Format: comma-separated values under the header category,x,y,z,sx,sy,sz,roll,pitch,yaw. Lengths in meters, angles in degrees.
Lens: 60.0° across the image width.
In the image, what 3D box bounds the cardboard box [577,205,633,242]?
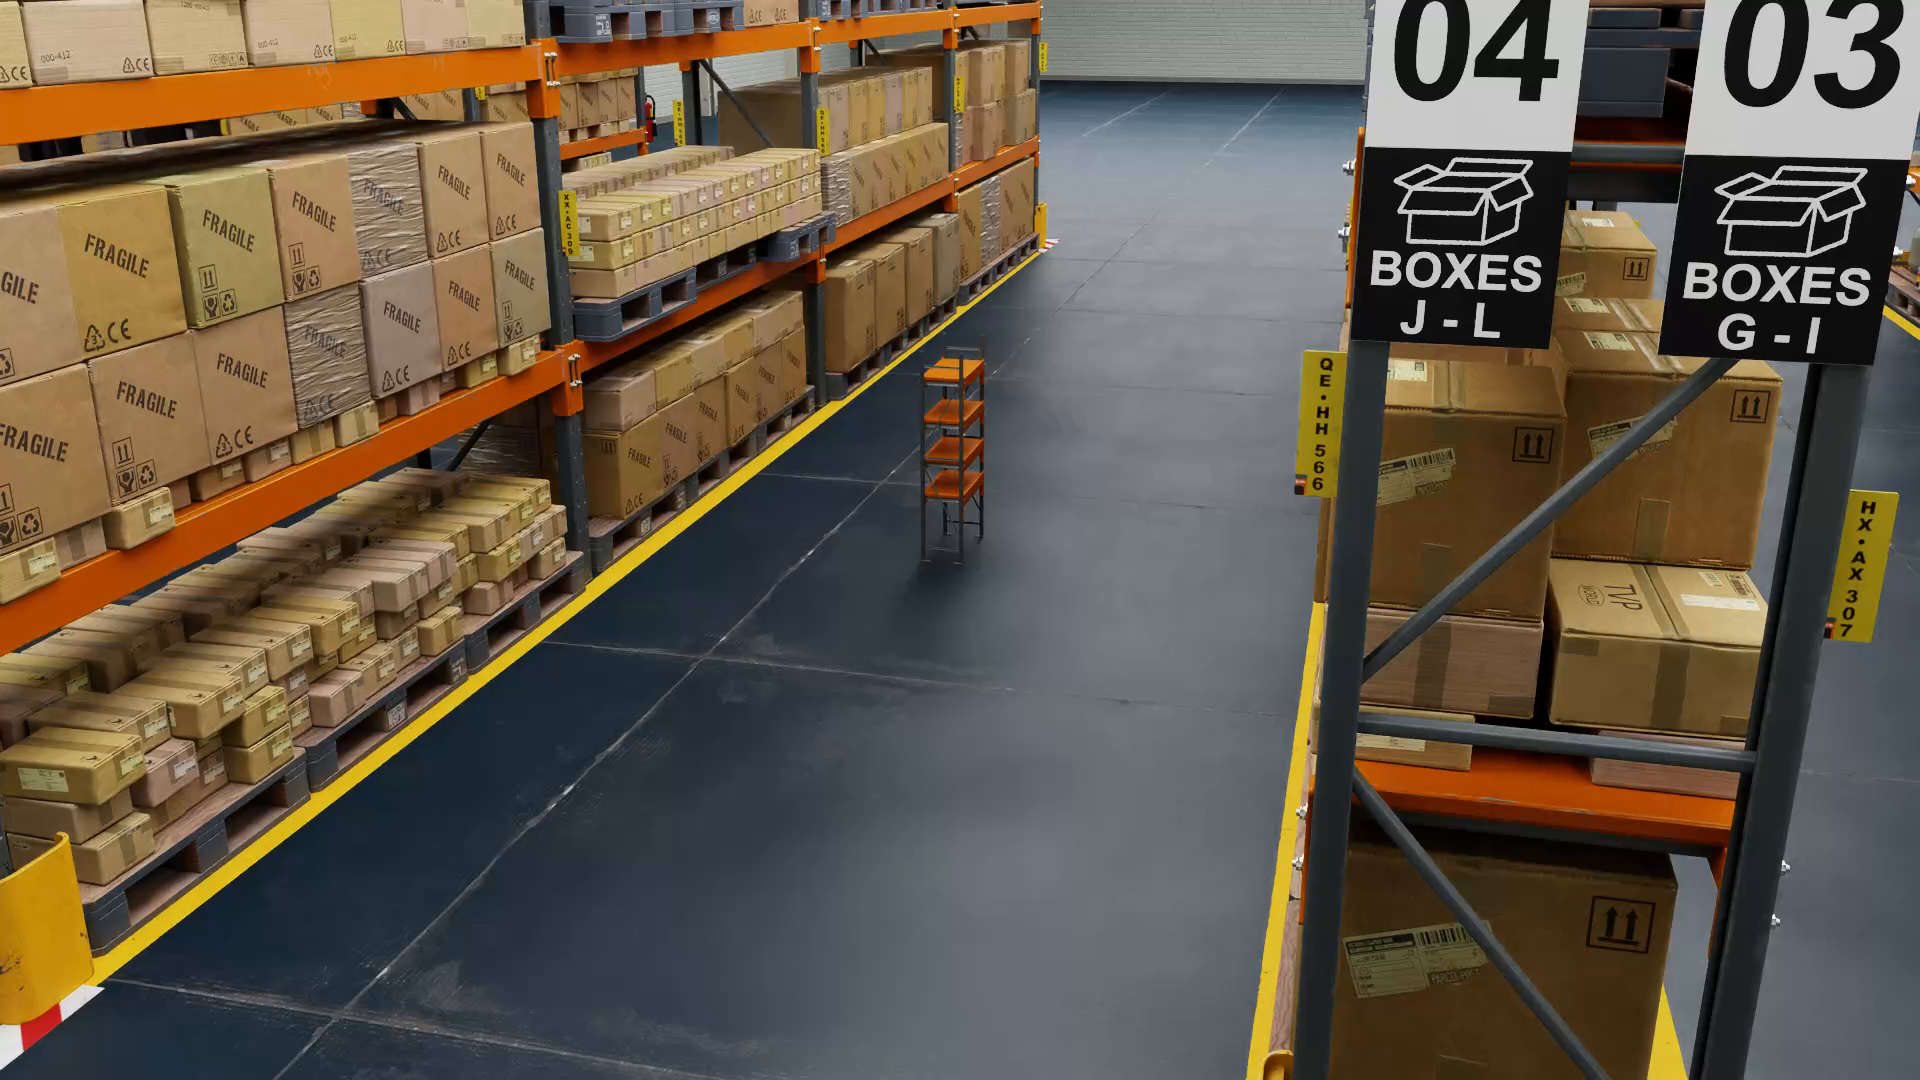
category,x,y,z,sx,sy,sz,roll,pitch,yaw
cardboard box,-1.953,-1.669,8.751,0.380,0.149,0.250,6,20,16

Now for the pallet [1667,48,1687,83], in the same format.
category,x,y,z,sx,sy,sz,roll,pitch,yaw
pallet,1.779,-1.537,5.044,1.003,0.211,1.213,5,19,13

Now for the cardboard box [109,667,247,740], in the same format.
category,x,y,z,sx,sy,sz,roll,pitch,yaw
cardboard box,-2.879,0.600,6.130,0.380,0.149,0.250,5,19,13

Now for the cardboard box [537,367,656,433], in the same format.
category,x,y,z,sx,sy,sz,roll,pitch,yaw
cardboard box,-2.059,-0.801,9.451,0.500,0.250,0.500,4,19,11

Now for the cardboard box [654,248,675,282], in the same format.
category,x,y,z,sx,sy,sz,roll,pitch,yaw
cardboard box,-1.827,-1.552,9.331,0.380,0.149,0.250,5,19,14

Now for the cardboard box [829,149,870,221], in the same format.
category,x,y,z,sx,sy,sz,roll,pitch,yaw
cardboard box,-1.025,-2.800,13.090,0.500,0.500,0.500,4,19,13

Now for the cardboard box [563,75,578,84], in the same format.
category,x,y,z,sx,sy,sz,roll,pitch,yaw
cardboard box,-4.714,-5.353,18.557,0.700,0.500,0.500,5,19,13

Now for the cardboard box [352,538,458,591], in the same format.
category,x,y,z,sx,sy,sz,roll,pitch,yaw
cardboard box,-2.524,0.110,7.565,0.380,0.149,0.250,4,19,11

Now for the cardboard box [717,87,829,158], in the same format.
category,x,y,z,sx,sy,sz,roll,pitch,yaw
cardboard box,-1.399,-3.134,12.521,0.700,0.500,0.500,5,19,13

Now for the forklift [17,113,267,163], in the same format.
category,x,y,z,sx,sy,sz,roll,pitch,yaw
forklift,-4.772,-1.721,10.192,1.130,2.935,3.031,4,19,11

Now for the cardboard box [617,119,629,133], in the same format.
category,x,y,z,sx,sy,sz,roll,pitch,yaw
cardboard box,-4.227,-4.999,20.072,0.380,0.149,0.250,4,19,13

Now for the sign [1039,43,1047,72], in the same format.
category,x,y,z,sx,sy,sz,roll,pitch,yaw
sign,0.959,-5.594,19.267,0.100,0.325,0.005,5,19,13

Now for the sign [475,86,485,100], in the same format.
category,x,y,z,sx,sy,sz,roll,pitch,yaw
sign,-4.827,-4.592,16.700,0.100,0.325,0.005,5,19,13

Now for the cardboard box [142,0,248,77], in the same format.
category,x,y,z,sx,sy,sz,roll,pitch,yaw
cardboard box,-2.869,-1.763,5.798,0.500,0.250,0.500,4,19,12

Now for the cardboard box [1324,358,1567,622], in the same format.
category,x,y,z,sx,sy,sz,roll,pitch,yaw
cardboard box,1.176,-0.141,4.072,0.500,0.500,0.500,5,19,14

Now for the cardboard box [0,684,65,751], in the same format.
category,x,y,z,sx,sy,sz,roll,pitch,yaw
cardboard box,-3.472,0.642,6.007,0.380,0.149,0.250,5,19,14

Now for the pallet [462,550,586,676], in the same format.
category,x,y,z,sx,sy,sz,roll,pitch,yaw
pallet,-2.626,0.313,8.445,1.003,0.211,1.213,5,19,13

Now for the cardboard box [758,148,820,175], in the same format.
category,x,y,z,sx,sy,sz,roll,pitch,yaw
cardboard box,-1.194,-2.645,11.610,0.380,0.149,0.250,4,19,11

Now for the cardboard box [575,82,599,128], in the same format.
category,x,y,z,sx,sy,sz,roll,pitch,yaw
cardboard box,-4.506,-5.024,19.140,0.500,0.500,0.500,5,19,13

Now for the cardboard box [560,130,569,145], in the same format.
category,x,y,z,sx,sy,sz,roll,pitch,yaw
cardboard box,-4.622,-4.523,18.677,0.380,0.149,0.250,5,19,13

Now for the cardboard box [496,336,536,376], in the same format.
category,x,y,z,sx,sy,sz,roll,pitch,yaw
cardboard box,-2.296,-0.904,8.082,0.380,0.149,0.250,4,19,12

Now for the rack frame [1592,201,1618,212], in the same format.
category,x,y,z,sx,sy,sz,roll,pitch,yaw
rack frame,2.289,-0.797,7.379,1.000,3.000,0.127,5,19,13

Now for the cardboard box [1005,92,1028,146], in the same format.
category,x,y,z,sx,sy,sz,roll,pitch,yaw
cardboard box,0.276,-4.758,18.746,0.875,0.550,0.550,5,19,13

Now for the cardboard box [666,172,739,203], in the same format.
category,x,y,z,sx,sy,sz,roll,pitch,yaw
cardboard box,-1.576,-2.159,10.186,0.380,0.149,0.250,5,20,15

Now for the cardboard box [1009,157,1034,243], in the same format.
category,x,y,z,sx,sy,sz,roll,pitch,yaw
cardboard box,0.335,-3.957,19.269,0.875,0.875,0.875,5,19,14

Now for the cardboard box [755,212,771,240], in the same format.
category,x,y,z,sx,sy,sz,roll,pitch,yaw
cardboard box,-1.447,-2.042,10.764,0.380,0.149,0.250,4,19,11

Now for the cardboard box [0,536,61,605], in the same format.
category,x,y,z,sx,sy,sz,roll,pitch,yaw
cardboard box,-3.076,0.077,5.210,0.380,0.149,0.250,4,19,13

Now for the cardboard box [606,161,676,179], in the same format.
category,x,y,z,sx,sy,sz,roll,pitch,yaw
cardboard box,-2.076,-2.377,10.824,0.380,0.149,0.250,6,20,16

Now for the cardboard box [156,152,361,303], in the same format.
category,x,y,z,sx,sy,sz,roll,pitch,yaw
cardboard box,-2.719,-1.227,6.478,0.500,0.500,0.500,4,19,12

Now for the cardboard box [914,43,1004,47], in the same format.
category,x,y,z,sx,sy,sz,roll,pitch,yaw
cardboard box,-0.006,-5.106,18.092,0.875,0.550,0.550,5,19,13

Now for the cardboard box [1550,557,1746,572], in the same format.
category,x,y,z,sx,sy,sz,roll,pitch,yaw
cardboard box,1.812,0.095,4.541,0.500,0.250,0.500,4,19,13

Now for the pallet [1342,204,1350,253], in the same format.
category,x,y,z,sx,sy,sz,roll,pitch,yaw
pallet,3.337,-2.191,11.759,1.213,0.211,1.003,5,19,13

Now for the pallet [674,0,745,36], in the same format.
category,x,y,z,sx,sy,sz,roll,pitch,yaw
pallet,-1.991,-3.061,9.659,1.213,0.211,1.003,5,19,13

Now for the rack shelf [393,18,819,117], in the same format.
category,x,y,z,sx,sy,sz,roll,pitch,yaw
rack shelf,-2.007,-2.926,10.086,1.077,0.370,4.000,5,19,13

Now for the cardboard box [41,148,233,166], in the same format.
category,x,y,z,sx,sy,sz,roll,pitch,yaw
cardboard box,-3.234,-1.279,6.630,0.500,0.500,0.500,4,19,11

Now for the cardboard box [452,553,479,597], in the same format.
category,x,y,z,sx,sy,sz,roll,pitch,yaw
cardboard box,-2.523,0.155,7.893,0.380,0.149,0.250,5,19,14

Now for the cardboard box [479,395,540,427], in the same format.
category,x,y,z,sx,sy,sz,roll,pitch,yaw
cardboard box,-2.559,-0.844,9.576,0.500,0.250,0.500,4,19,12

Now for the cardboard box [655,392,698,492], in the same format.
category,x,y,z,sx,sy,sz,roll,pitch,yaw
cardboard box,-1.930,-0.612,10.058,0.500,0.500,0.500,6,20,16

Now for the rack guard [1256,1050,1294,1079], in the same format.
category,x,y,z,sx,sy,sz,roll,pitch,yaw
rack guard,1.306,1.647,4.091,1.175,0.500,0.348,5,19,13

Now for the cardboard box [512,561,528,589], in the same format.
category,x,y,z,sx,sy,sz,roll,pitch,yaw
cardboard box,-2.406,0.155,8.354,0.380,0.149,0.250,5,20,15

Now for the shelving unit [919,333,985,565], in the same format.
category,x,y,z,sx,sy,sz,roll,pitch,yaw
shelving unit,-0.040,-0.516,9.342,0.258,1.200,0.503,5,19,13

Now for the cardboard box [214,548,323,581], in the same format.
category,x,y,z,sx,sy,sz,roll,pitch,yaw
cardboard box,-3.089,0.154,7.436,0.380,0.149,0.250,4,19,11

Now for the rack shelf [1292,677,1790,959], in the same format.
category,x,y,z,sx,sy,sz,roll,pitch,yaw
rack shelf,1.801,0.171,5.660,1.077,0.370,4.000,5,19,13

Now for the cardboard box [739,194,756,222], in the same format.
category,x,y,z,sx,sy,sz,roll,pitch,yaw
cardboard box,-1.511,-2.099,10.471,0.380,0.149,0.250,5,20,15

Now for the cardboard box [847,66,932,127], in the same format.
category,x,y,z,sx,sy,sz,roll,pitch,yaw
cardboard box,-0.657,-4.092,15.325,0.700,0.500,0.500,4,19,12

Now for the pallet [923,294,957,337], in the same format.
category,x,y,z,sx,sy,sz,roll,pitch,yaw
pallet,-0.657,-2.160,15.685,1.003,0.211,1.213,5,19,13

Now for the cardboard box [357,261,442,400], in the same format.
category,x,y,z,sx,sy,sz,roll,pitch,yaw
cardboard box,-2.591,-0.916,7.113,0.500,0.500,0.500,5,19,13

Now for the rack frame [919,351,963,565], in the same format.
category,x,y,z,sx,sy,sz,roll,pitch,yaw
rack frame,-0.100,-0.439,9.118,0.240,1.200,0.015,5,19,13

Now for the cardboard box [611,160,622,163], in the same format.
category,x,y,z,sx,sy,sz,roll,pitch,yaw
cardboard box,-4.331,-4.321,20.142,0.500,0.500,0.500,5,19,14

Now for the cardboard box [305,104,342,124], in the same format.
category,x,y,z,sx,sy,sz,roll,pitch,yaw
cardboard box,-5.765,-3.673,14.537,0.500,0.500,0.500,5,19,14

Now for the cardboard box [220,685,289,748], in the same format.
category,x,y,z,sx,sy,sz,roll,pitch,yaw
cardboard box,-2.833,0.662,6.408,0.380,0.149,0.250,5,20,15

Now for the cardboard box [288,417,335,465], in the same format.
category,x,y,z,sx,sy,sz,roll,pitch,yaw
cardboard box,-2.744,-0.416,6.654,0.380,0.149,0.250,5,20,15

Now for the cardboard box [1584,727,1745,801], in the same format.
category,x,y,z,sx,sy,sz,roll,pitch,yaw
cardboard box,1.719,0.491,3.999,0.380,0.149,0.250,5,19,14

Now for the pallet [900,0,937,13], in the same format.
category,x,y,z,sx,sy,sz,roll,pitch,yaw
pallet,-0.717,-4.765,14.653,0.805,0.209,1.217,4,19,11

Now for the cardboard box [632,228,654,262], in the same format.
category,x,y,z,sx,sy,sz,roll,pitch,yaw
cardboard box,-1.892,-1.609,9.037,0.380,0.149,0.250,4,19,12

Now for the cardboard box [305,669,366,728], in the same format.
category,x,y,z,sx,sy,sz,roll,pitch,yaw
cardboard box,-2.712,0.648,6.910,0.380,0.149,0.250,4,19,11

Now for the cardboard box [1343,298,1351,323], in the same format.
category,x,y,z,sx,sy,sz,roll,pitch,yaw
cardboard box,3.078,-1.029,10.697,1.225,0.875,0.875,4,19,11
